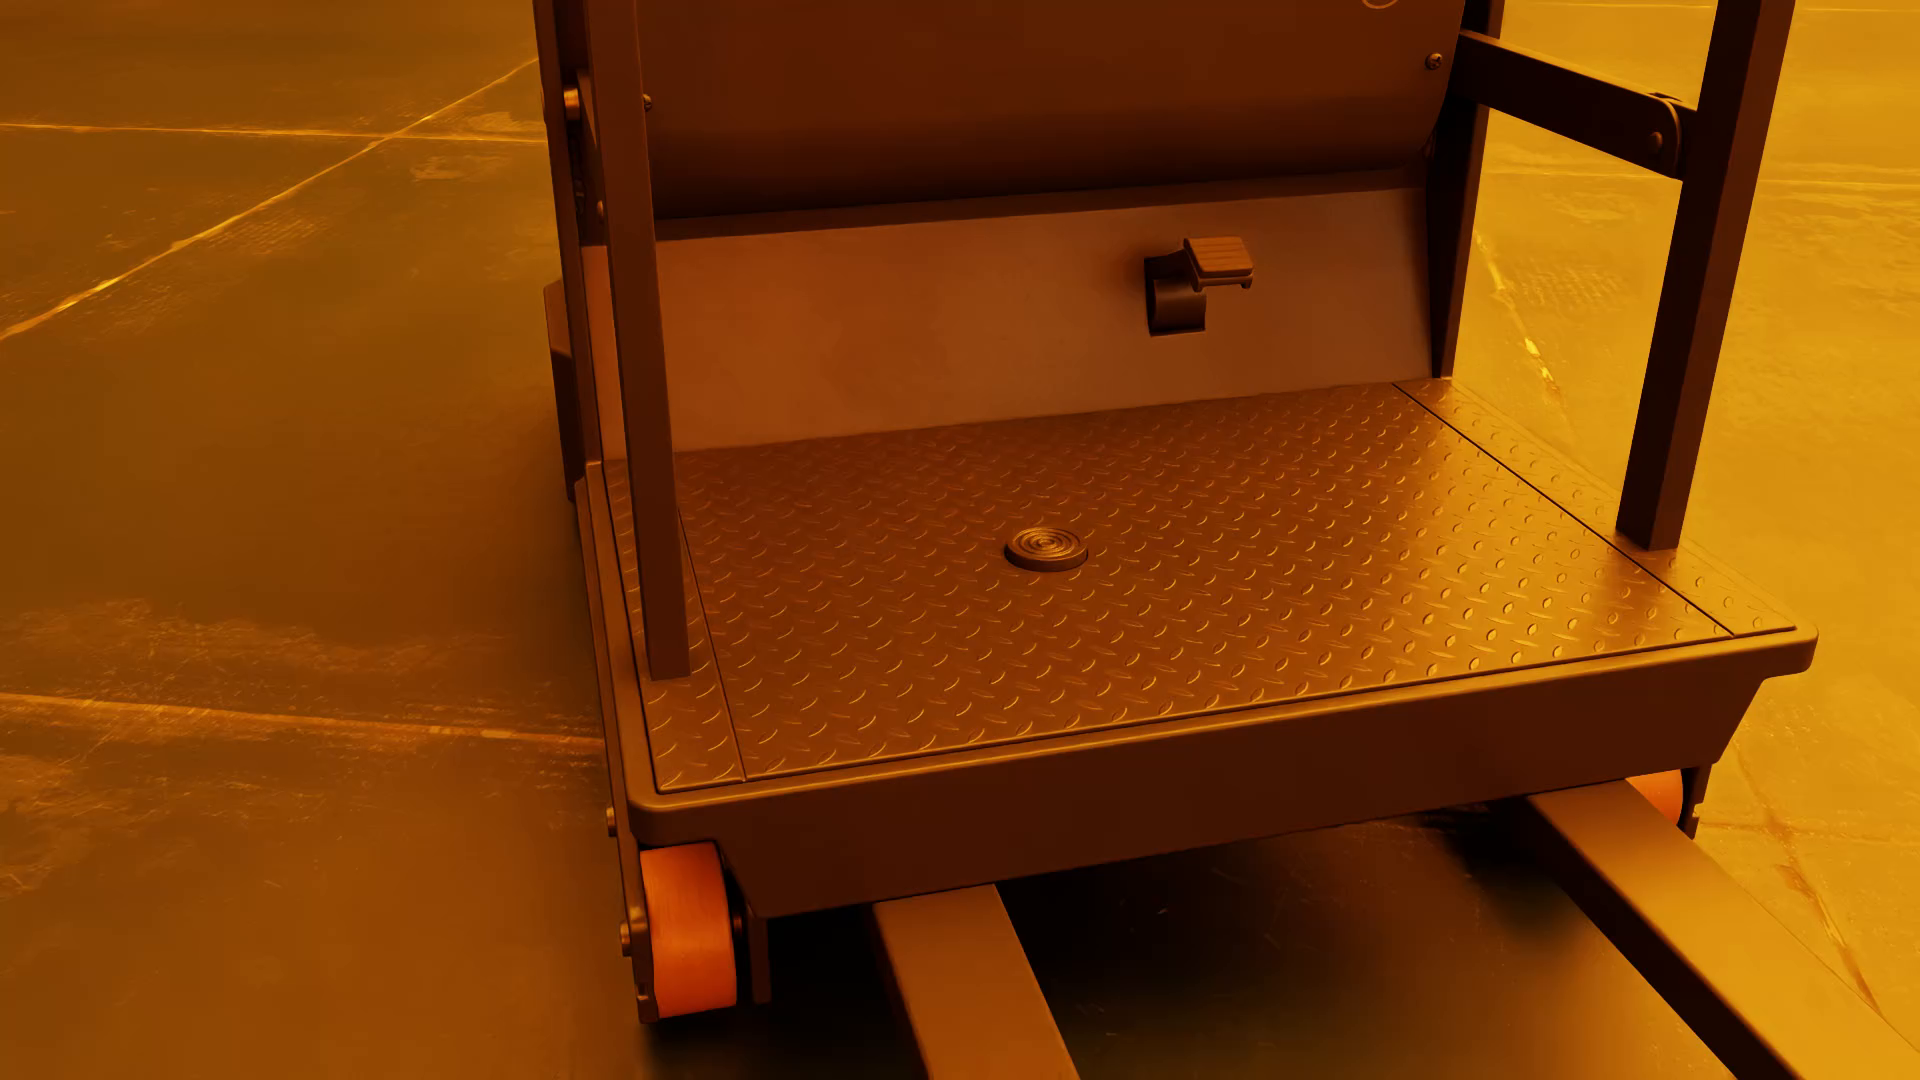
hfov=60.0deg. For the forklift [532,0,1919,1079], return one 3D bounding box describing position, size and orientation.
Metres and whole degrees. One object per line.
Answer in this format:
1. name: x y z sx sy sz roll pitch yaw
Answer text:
1. forklift: 0.153 -1.049 1.319 1.130 2.935 3.031 -7 27 -13
